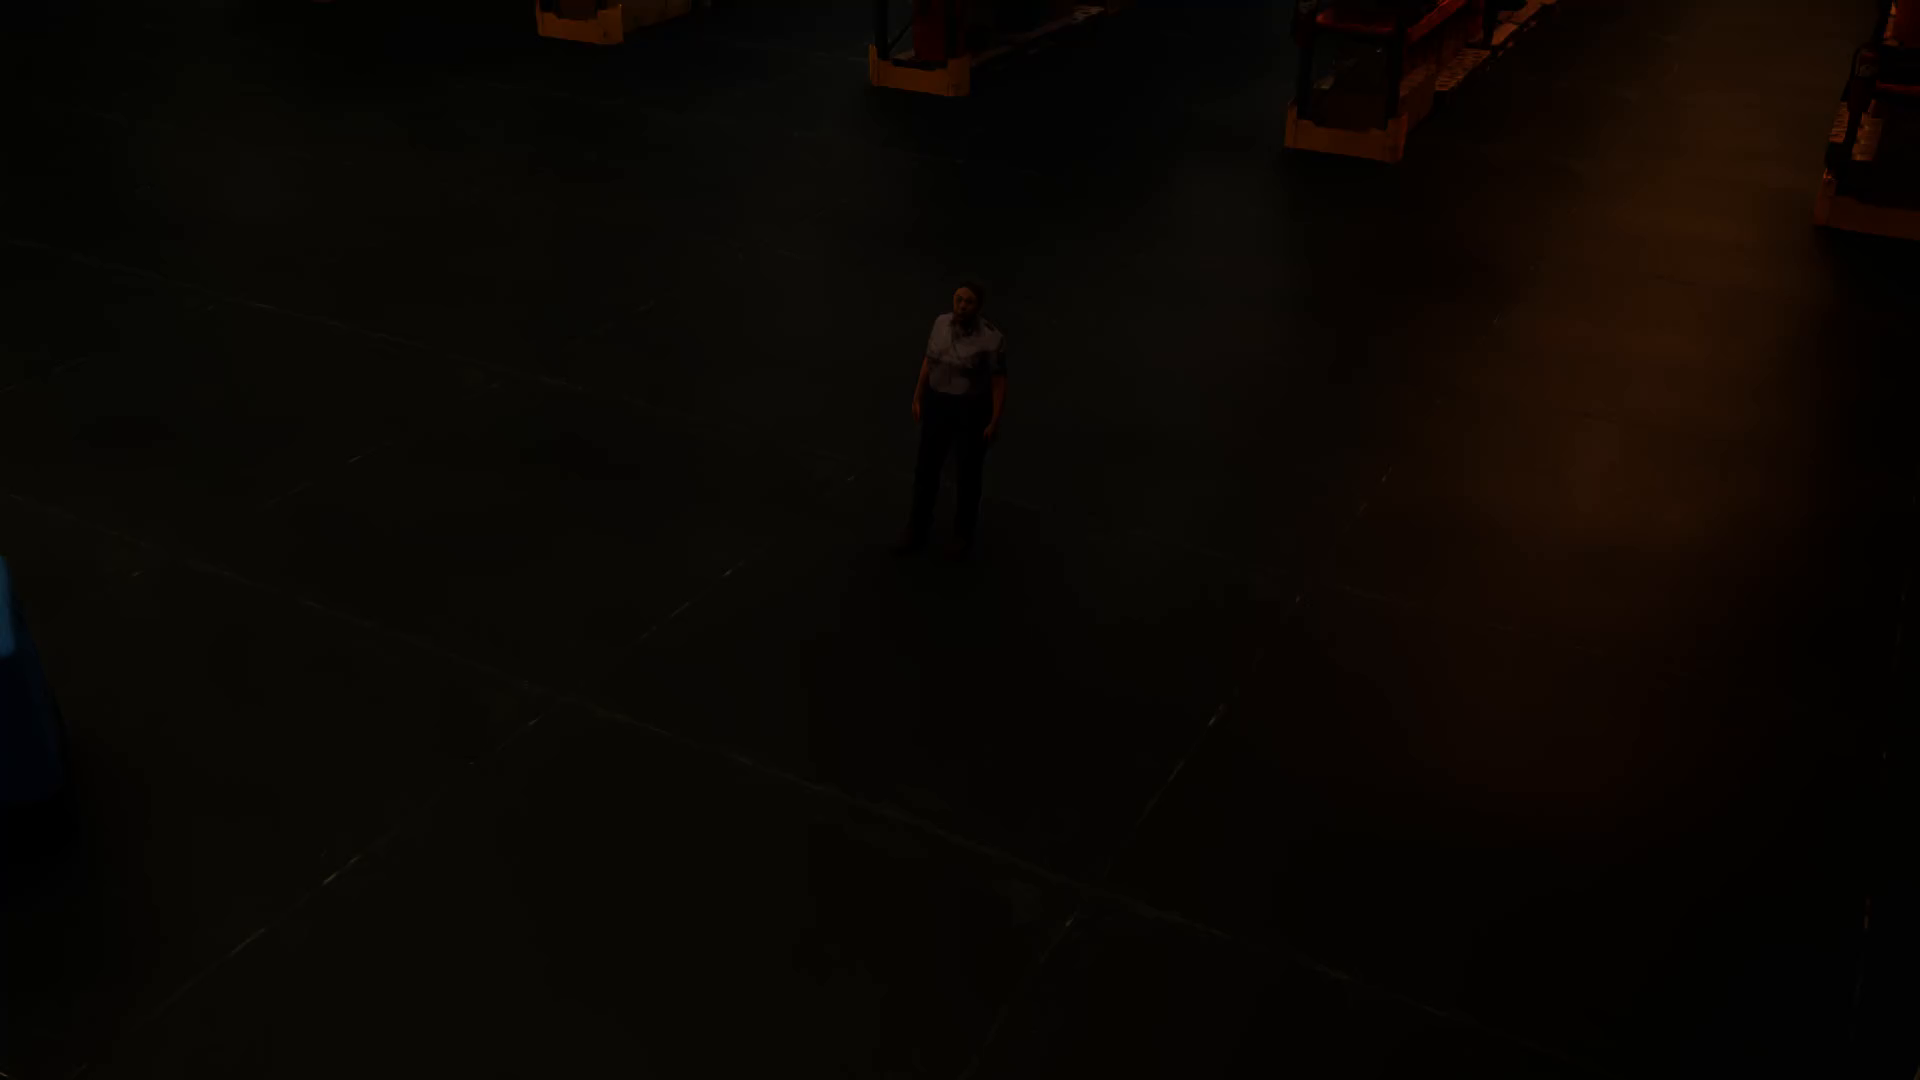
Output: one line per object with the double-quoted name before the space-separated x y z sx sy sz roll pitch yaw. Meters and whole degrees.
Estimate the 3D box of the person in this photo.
"person" -0.063 -0.686 9.529 0.599 1.650 0.502 15 33 25

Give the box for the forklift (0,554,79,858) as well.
"forklift" -5.569 0.264 6.614 3.031 2.935 1.130 -16 33 -25
